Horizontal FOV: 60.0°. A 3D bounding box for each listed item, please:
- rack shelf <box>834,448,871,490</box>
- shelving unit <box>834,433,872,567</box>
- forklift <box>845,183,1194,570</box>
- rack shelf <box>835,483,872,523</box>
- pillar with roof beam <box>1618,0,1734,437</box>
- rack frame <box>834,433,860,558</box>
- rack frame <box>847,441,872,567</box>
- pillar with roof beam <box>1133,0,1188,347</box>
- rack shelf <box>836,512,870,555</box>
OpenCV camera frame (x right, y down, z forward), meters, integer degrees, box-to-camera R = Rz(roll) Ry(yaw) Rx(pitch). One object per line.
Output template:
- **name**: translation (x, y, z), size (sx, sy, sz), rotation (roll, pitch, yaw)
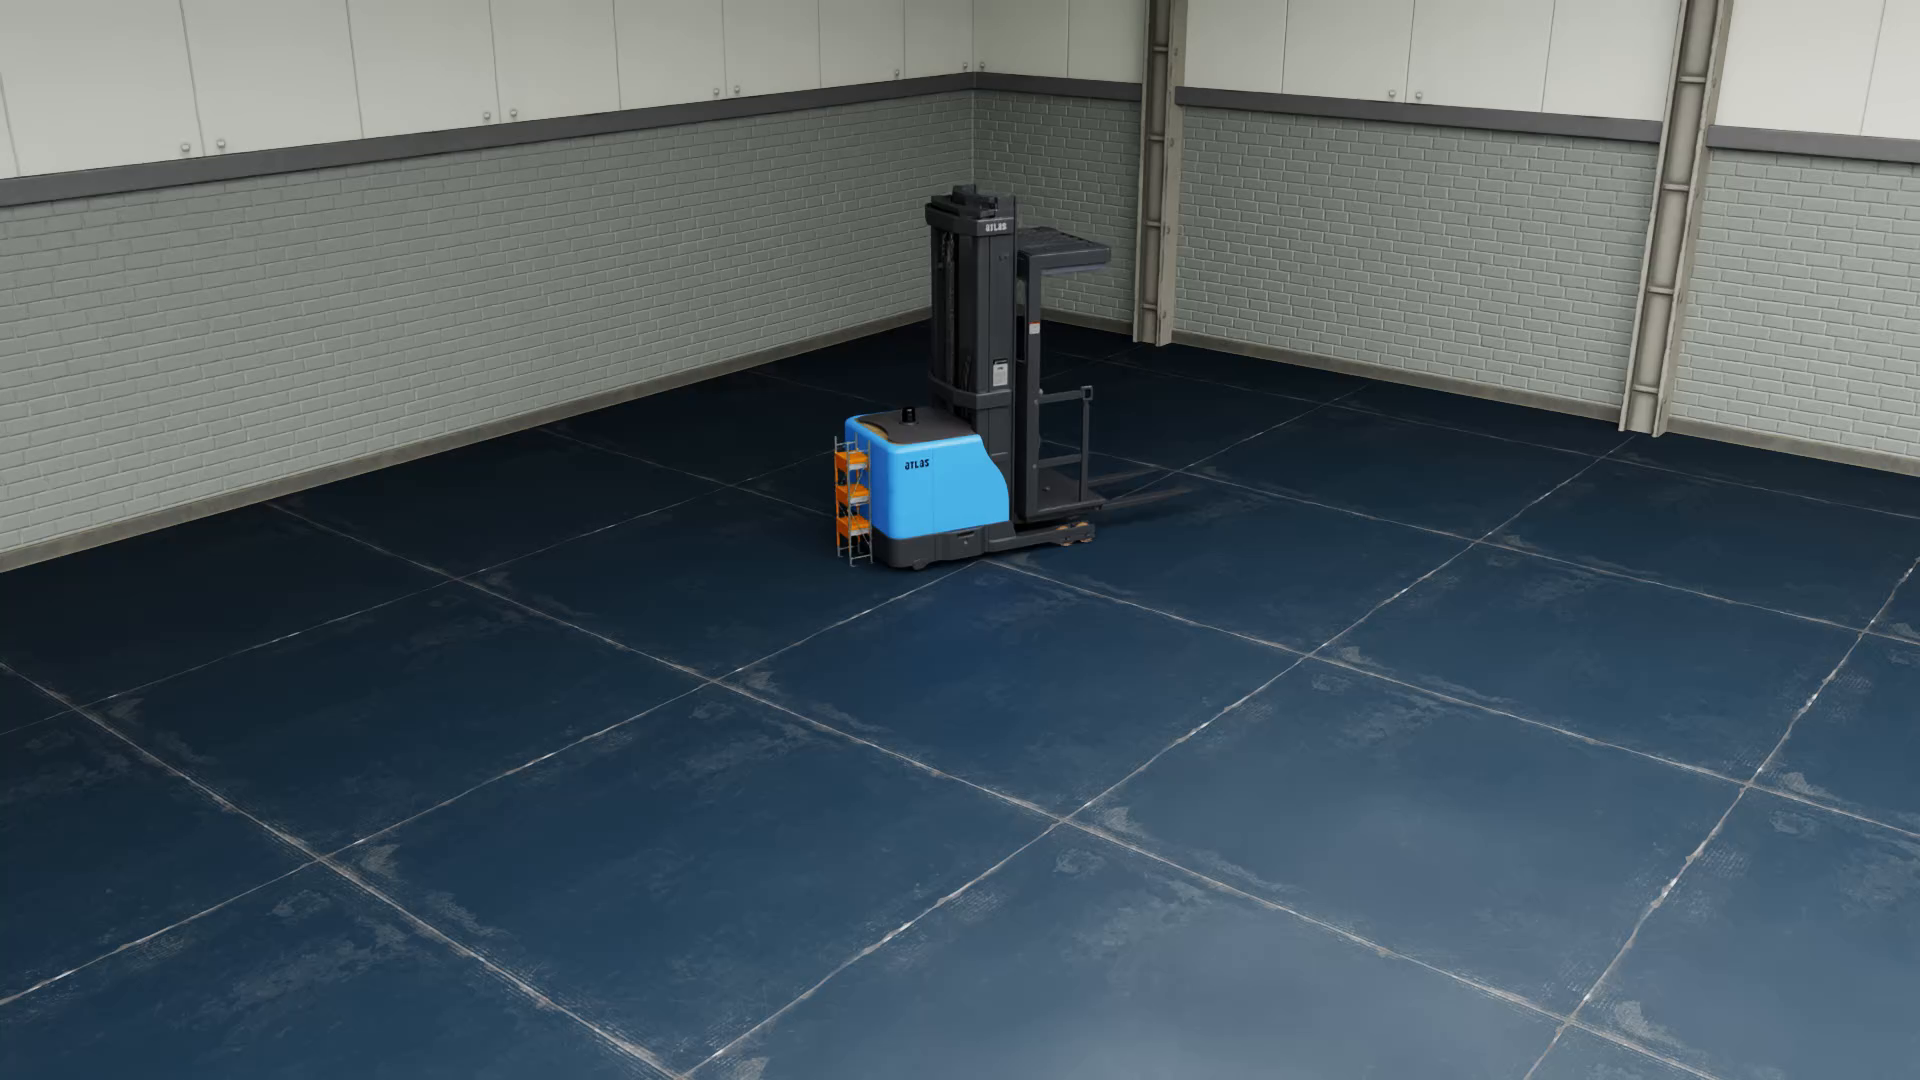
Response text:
- **rack shelf**: translation (-0.867, -0.579, 13.445), size (0.215, 0.259, 0.240), rotation (-10, 23, -26)
- **shelving unit**: translation (-0.867, -0.324, 13.541), size (0.215, 1.050, 0.252), rotation (-10, 23, -26)
- **forklift**: translation (0.578, -1.474, 13.926), size (3.031, 2.935, 1.130), rotation (-10, 23, -25)
- **rack shelf**: translation (-0.867, -0.314, 13.545), size (0.215, 0.259, 0.240), rotation (-10, 23, -26)
- **pillar with roof beam**: translation (4.324, -4.165, 12.461), size (0.400, 9.000, 9.100), rotation (16, 26, 36)
- **rack frame**: translation (-0.924, -0.362, 13.642), size (0.200, 1.050, 0.008), rotation (-10, 23, -26)
- **rack frame**: translation (-0.810, -0.286, 13.440), size (0.200, 1.050, 0.008), rotation (-10, 23, -26)
- **pillar with roof beam**: translation (-0.325, -5.503, 16.011), size (0.400, 9.000, 9.100), rotation (16, 26, 36)
- **rack shelf**: translation (-0.867, -0.054, 13.643), size (0.215, 0.259, 0.240), rotation (-10, 23, -26)
